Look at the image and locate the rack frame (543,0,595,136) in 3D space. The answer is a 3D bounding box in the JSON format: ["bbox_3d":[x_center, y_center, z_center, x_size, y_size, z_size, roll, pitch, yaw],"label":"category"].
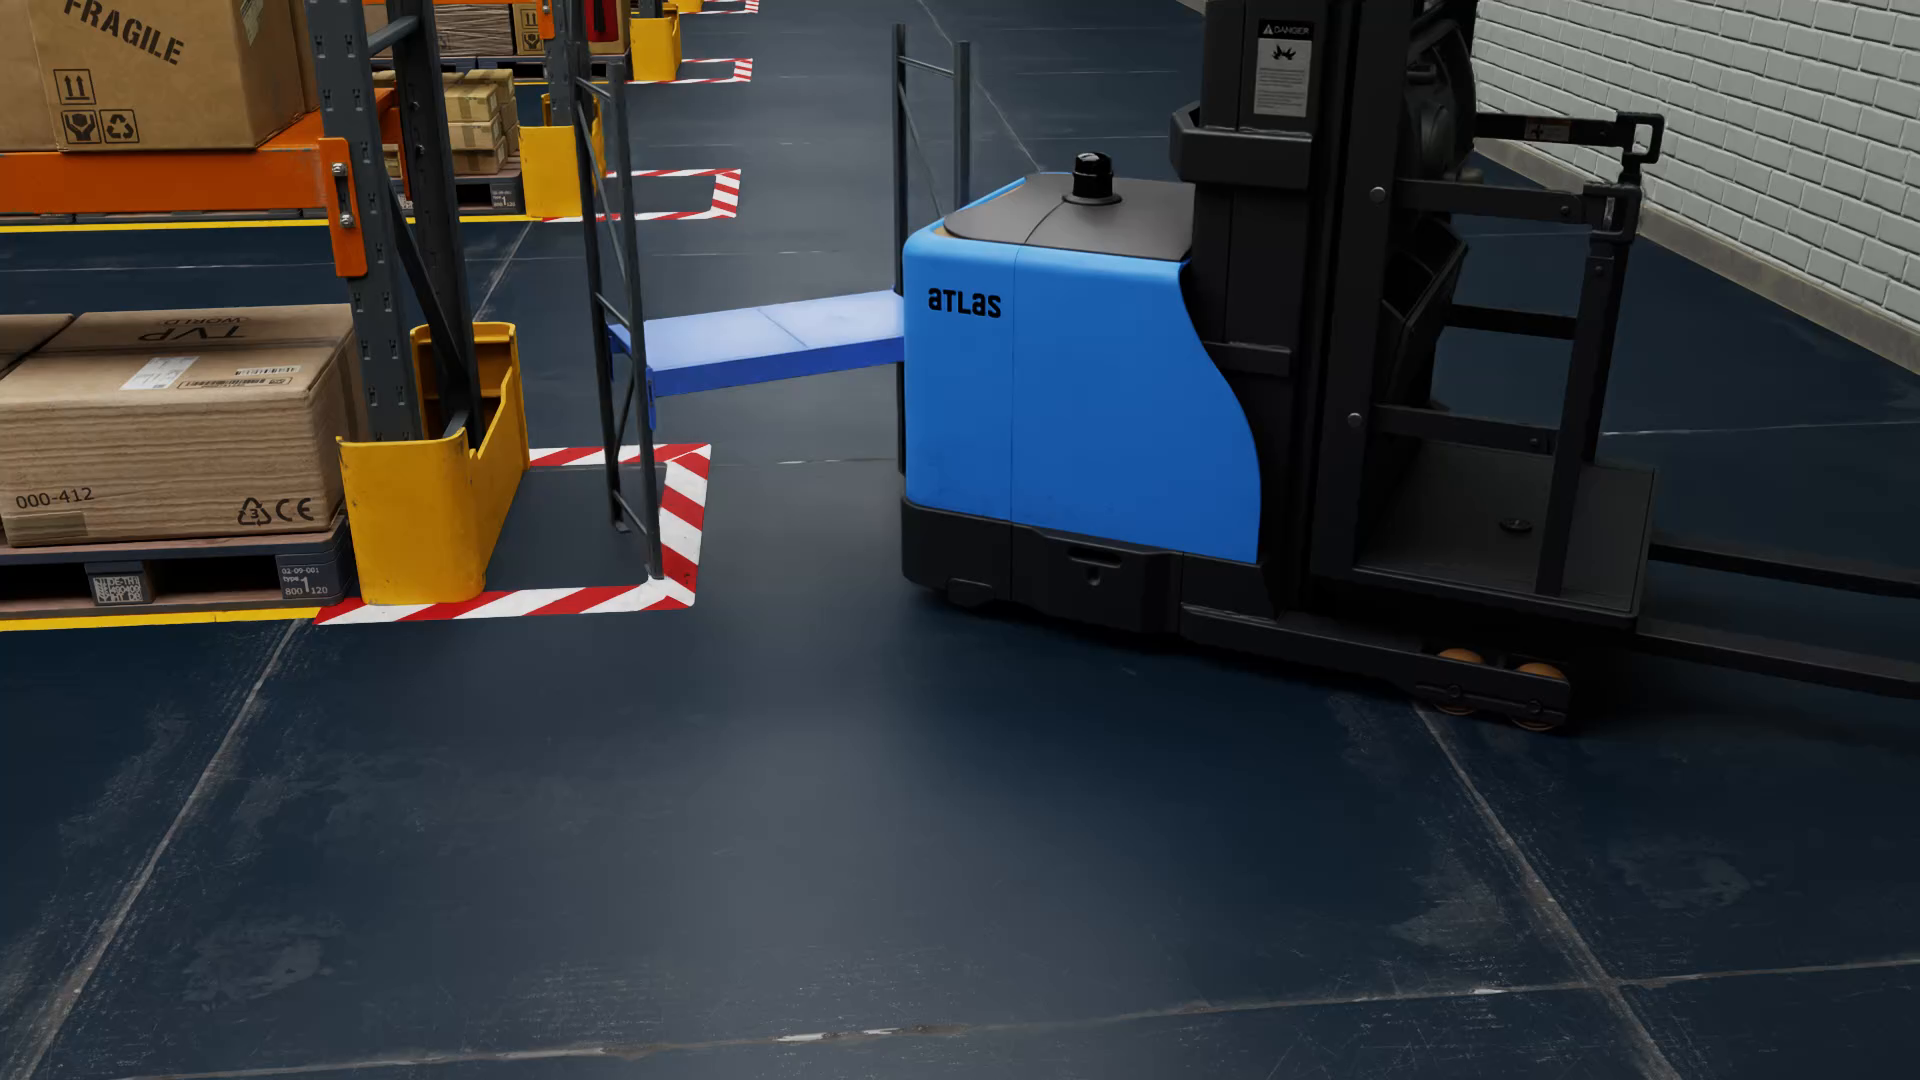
[{"bbox_3d":[-2.242,-3.416,9.242,0.127,3.000,1.000,-2,24,-5],"label":"rack frame"}]

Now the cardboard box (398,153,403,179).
[{"bbox_3d":[-2.991,-2.148,9.383,0.250,0.149,0.380,-2,24,-4],"label":"cardboard box"}]

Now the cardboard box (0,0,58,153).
[{"bbox_3d":[-2.610,-1.325,4.414,0.500,0.500,0.500,-3,24,-6],"label":"cardboard box"}]

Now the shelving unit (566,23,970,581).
[{"bbox_3d":[-0.552,-0.747,5.084,1.048,1.500,0.538,-11,26,-23],"label":"shelving unit"}]

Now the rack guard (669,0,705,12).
[{"bbox_3d":[-3.093,-6.291,18.787,0.348,0.500,1.175,-2,24,-5],"label":"rack guard"}]

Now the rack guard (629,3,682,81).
[{"bbox_3d":[-2.605,-4.283,14.271,0.348,0.500,1.175,-2,24,-5],"label":"rack guard"}]

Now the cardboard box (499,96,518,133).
[{"bbox_3d":[-2.789,-2.524,9.862,0.250,0.149,0.380,-1,24,-3],"label":"cardboard box"}]

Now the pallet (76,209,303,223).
[{"bbox_3d":[-4.341,-2.073,9.654,1.213,0.211,1.003,-2,24,-5],"label":"pallet"}]

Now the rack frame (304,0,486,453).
[{"bbox_3d":[-1.655,-1.419,4.749,0.127,3.000,1.000,-2,24,-5],"label":"rack frame"}]

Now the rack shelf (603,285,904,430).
[{"bbox_3d":[-0.552,-0.583,5.157,1.000,0.185,0.538,-11,26,-23],"label":"rack shelf"}]

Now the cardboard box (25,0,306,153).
[{"bbox_3d":[-2.109,-1.338,4.445,0.500,0.500,0.500,-2,24,-5],"label":"cardboard box"}]

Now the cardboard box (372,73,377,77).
[{"bbox_3d":[-3.561,-2.632,9.739,0.250,0.149,0.380,-3,24,-8],"label":"cardboard box"}]

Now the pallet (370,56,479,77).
[{"bbox_3d":[-4.628,-4.039,14.078,1.213,0.211,1.003,-2,24,-5],"label":"pallet"}]

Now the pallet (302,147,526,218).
[{"bbox_3d":[-3.130,-2.120,9.761,1.213,0.211,1.003,-2,24,-5],"label":"pallet"}]

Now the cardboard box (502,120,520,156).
[{"bbox_3d":[-2.795,-2.413,9.980,0.250,0.149,0.380,-2,24,-4],"label":"cardboard box"}]

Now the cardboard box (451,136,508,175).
[{"bbox_3d":[-2.745,-2.200,9.499,0.250,0.149,0.380,-2,24,-4],"label":"cardboard box"}]

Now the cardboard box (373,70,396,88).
[{"bbox_3d":[-3.323,-2.675,9.836,0.250,0.149,0.380,-2,24,-5],"label":"cardboard box"}]

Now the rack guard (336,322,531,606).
[{"bbox_3d":[-1.631,-0.278,5.259,0.348,0.500,1.175,-2,24,-5],"label":"rack guard"}]

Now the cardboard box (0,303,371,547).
[{"bbox_3d":[-2.302,-0.373,5.034,0.875,0.438,0.875,-3,24,-7],"label":"cardboard box"}]

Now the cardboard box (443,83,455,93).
[{"bbox_3d":[-3.000,-2.466,9.366,0.250,0.149,0.380,-2,24,-4],"label":"cardboard box"}]

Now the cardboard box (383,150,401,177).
[{"bbox_3d":[-3.263,-2.173,9.438,0.250,0.149,0.380,-2,24,-5],"label":"cardboard box"}]

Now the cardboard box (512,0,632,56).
[{"bbox_3d":[-3.258,-4.588,13.977,0.875,0.875,0.875,-2,24,-5],"label":"cardboard box"}]

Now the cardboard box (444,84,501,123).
[{"bbox_3d":[-2.744,-2.453,9.337,0.250,0.149,0.380,-2,24,-5],"label":"cardboard box"}]

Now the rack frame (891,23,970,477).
[{"bbox_3d":[-0.094,-0.837,5.286,0.032,1.500,0.500,-11,26,-23],"label":"rack frame"}]

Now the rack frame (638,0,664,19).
[{"bbox_3d":[-2.629,-5.425,13.761,0.127,3.000,1.000,-2,24,-5],"label":"rack frame"}]

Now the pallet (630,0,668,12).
[{"bbox_3d":[-3.940,-6.135,18.793,1.213,0.211,1.003,-2,24,-5],"label":"pallet"}]

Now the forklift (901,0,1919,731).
[{"bbox_3d":[1.394,-1.106,4.130,3.031,2.935,1.130,10,26,22],"label":"forklift"}]

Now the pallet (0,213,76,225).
[{"bbox_3d":[-5.558,-2.023,9.541,1.213,0.211,1.003,-2,24,-5],"label":"pallet"}]

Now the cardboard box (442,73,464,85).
[{"bbox_3d":[-3.059,-2.634,9.743,0.250,0.149,0.380,-2,24,-4],"label":"cardboard box"}]

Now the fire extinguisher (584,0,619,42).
[{"bbox_3d":[-1.946,-3.034,8.936,0.183,0.674,0.296,-2,24,-5],"label":"fire extinguisher"}]

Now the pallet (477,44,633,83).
[{"bbox_3d":[-3.417,-4.087,14.185,1.213,0.211,1.003,-2,24,-5],"label":"pallet"}]

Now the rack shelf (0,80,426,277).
[{"bbox_3d":[-3.645,-1.010,4.716,4.000,0.370,1.077,-2,24,-5],"label":"rack shelf"}]

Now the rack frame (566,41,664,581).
[{"bbox_3d":[-1.010,-0.657,4.883,0.032,1.500,0.500,-11,26,-23],"label":"rack frame"}]

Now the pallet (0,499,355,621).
[{"bbox_3d":[-2.443,-0.081,5.173,1.213,0.211,1.003,-2,24,-5],"label":"pallet"}]

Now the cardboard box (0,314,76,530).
[{"bbox_3d":[-3.212,-0.333,4.945,0.875,0.438,0.875,-2,24,-4],"label":"cardboard box"}]

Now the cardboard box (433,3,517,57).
[{"bbox_3d":[-4.164,-4.551,13.896,0.875,0.875,0.875,-2,24,-5],"label":"cardboard box"}]

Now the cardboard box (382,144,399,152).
[{"bbox_3d":[-3.256,-2.283,9.320,0.250,0.149,0.380,-3,24,-7],"label":"cardboard box"}]

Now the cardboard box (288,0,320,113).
[{"bbox_3d":[-2.161,-1.562,4.947,0.500,0.500,0.500,-2,24,-6],"label":"cardboard box"}]

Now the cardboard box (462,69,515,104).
[{"bbox_3d":[-2.797,-2.693,9.877,0.250,0.149,0.380,-3,24,-8],"label":"cardboard box"}]

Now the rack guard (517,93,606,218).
[{"bbox_3d":[-2.318,-2.271,9.743,0.348,0.500,1.175,-2,24,-5],"label":"rack guard"}]

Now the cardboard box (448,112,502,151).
[{"bbox_3d":[-2.739,-2.304,9.368,0.250,0.149,0.380,-3,24,-7],"label":"cardboard box"}]

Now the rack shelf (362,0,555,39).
[{"bbox_3d":[-4.232,-3.007,9.208,4.000,0.370,1.077,-2,24,-5],"label":"rack shelf"}]

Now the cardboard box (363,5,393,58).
[{"bbox_3d":[-5.049,-4.516,13.816,0.875,0.875,0.875,-2,24,-5],"label":"cardboard box"}]
